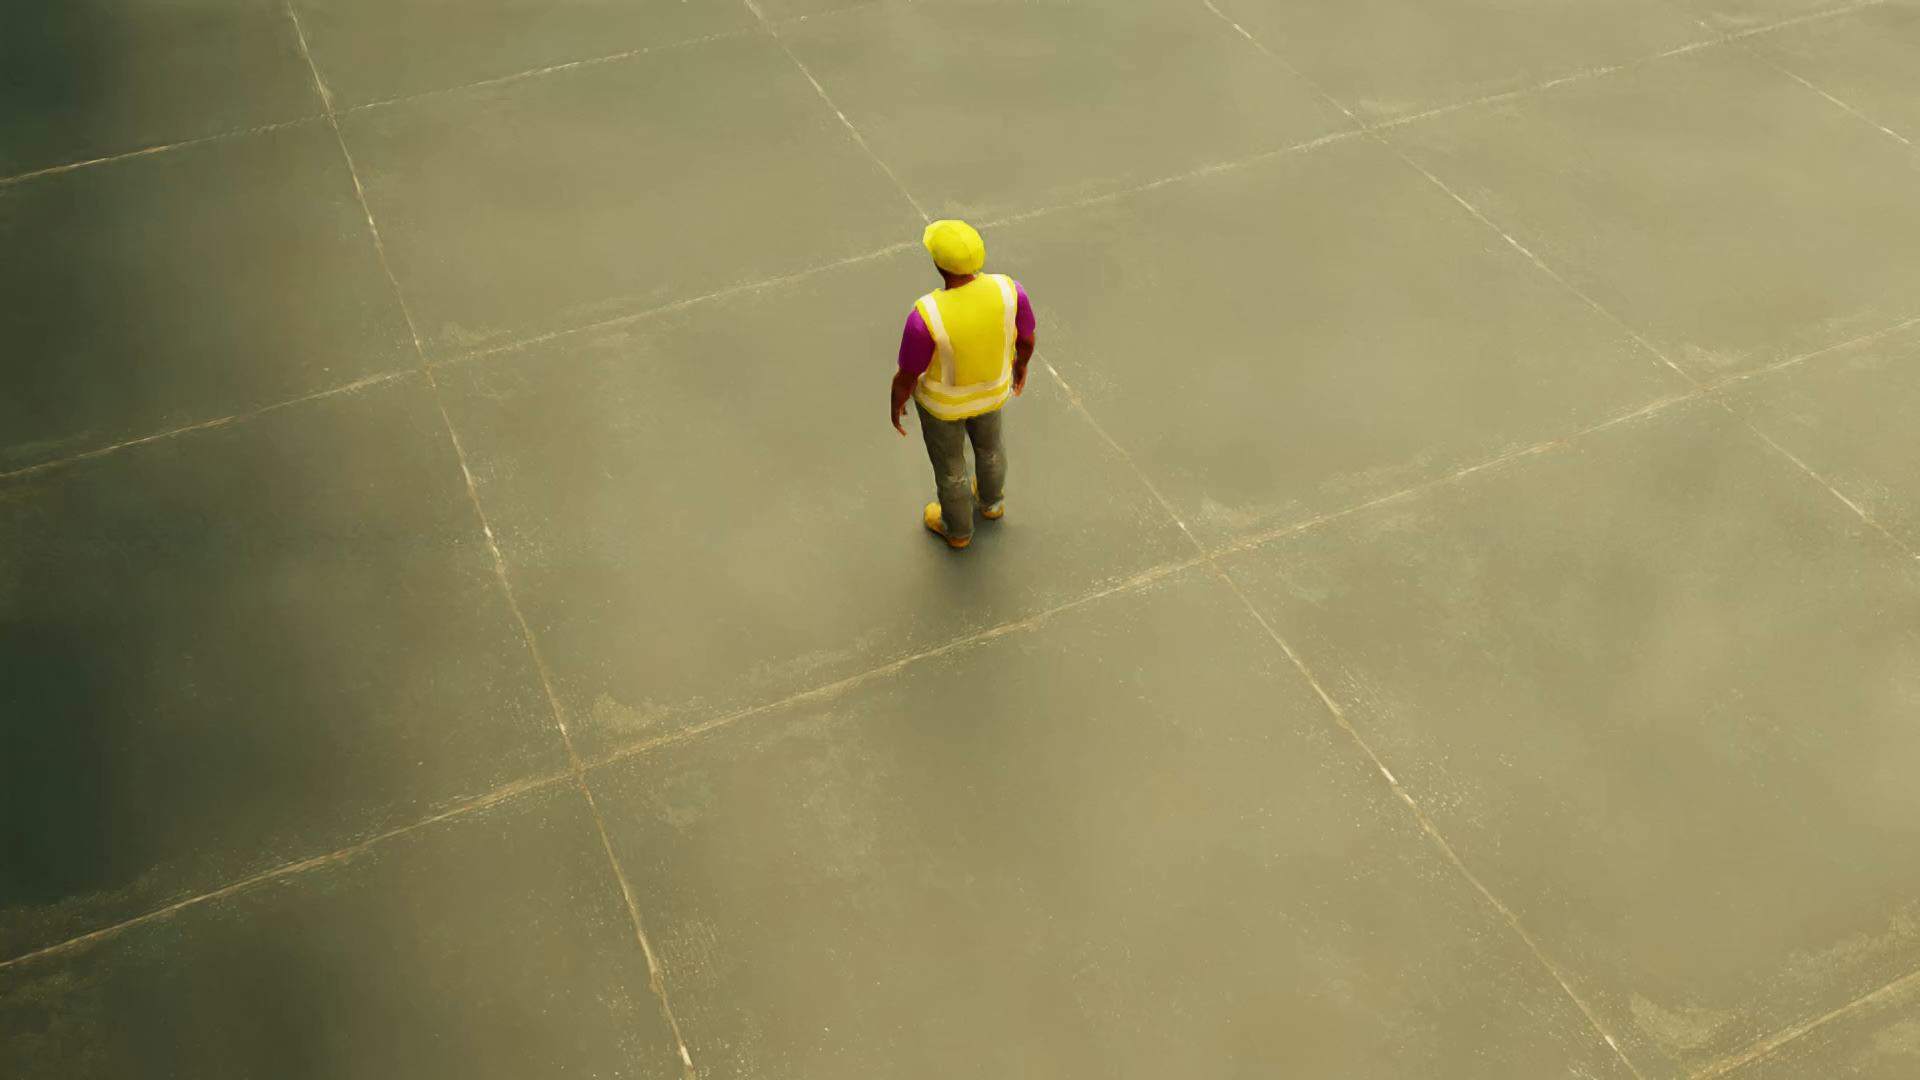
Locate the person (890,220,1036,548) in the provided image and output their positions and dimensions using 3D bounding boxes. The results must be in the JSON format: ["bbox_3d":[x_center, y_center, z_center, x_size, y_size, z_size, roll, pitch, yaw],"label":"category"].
[{"bbox_3d":[-0.024,-0.696,7.269,0.665,1.766,0.576,-18,46,-18],"label":"person"}]
